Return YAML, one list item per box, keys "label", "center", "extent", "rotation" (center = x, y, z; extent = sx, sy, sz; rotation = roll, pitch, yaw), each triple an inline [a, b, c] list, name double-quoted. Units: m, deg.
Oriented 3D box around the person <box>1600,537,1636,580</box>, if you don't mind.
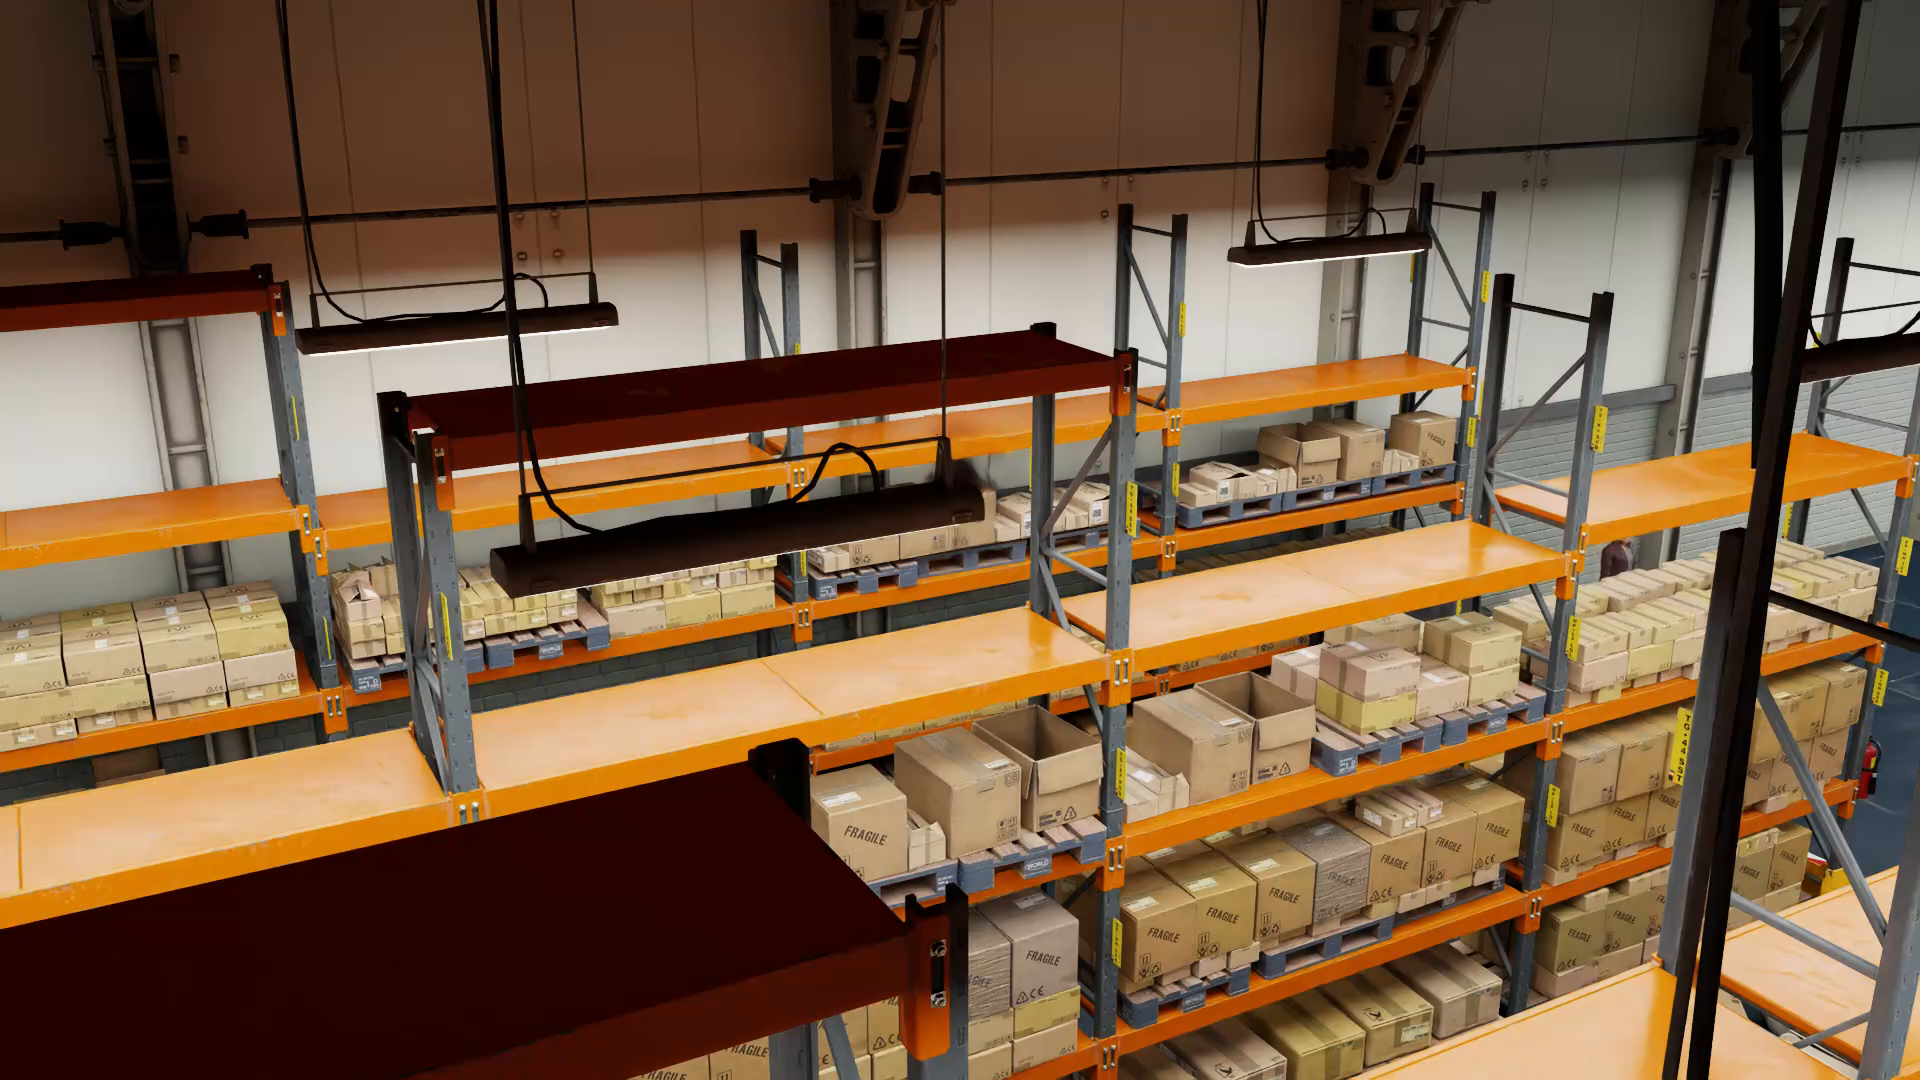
- label: "person"
  center: [8.173, 0.641, 20.707]
  extent: [0.618, 1.781, 0.482]
  rotation: [-10, 21, -28]
